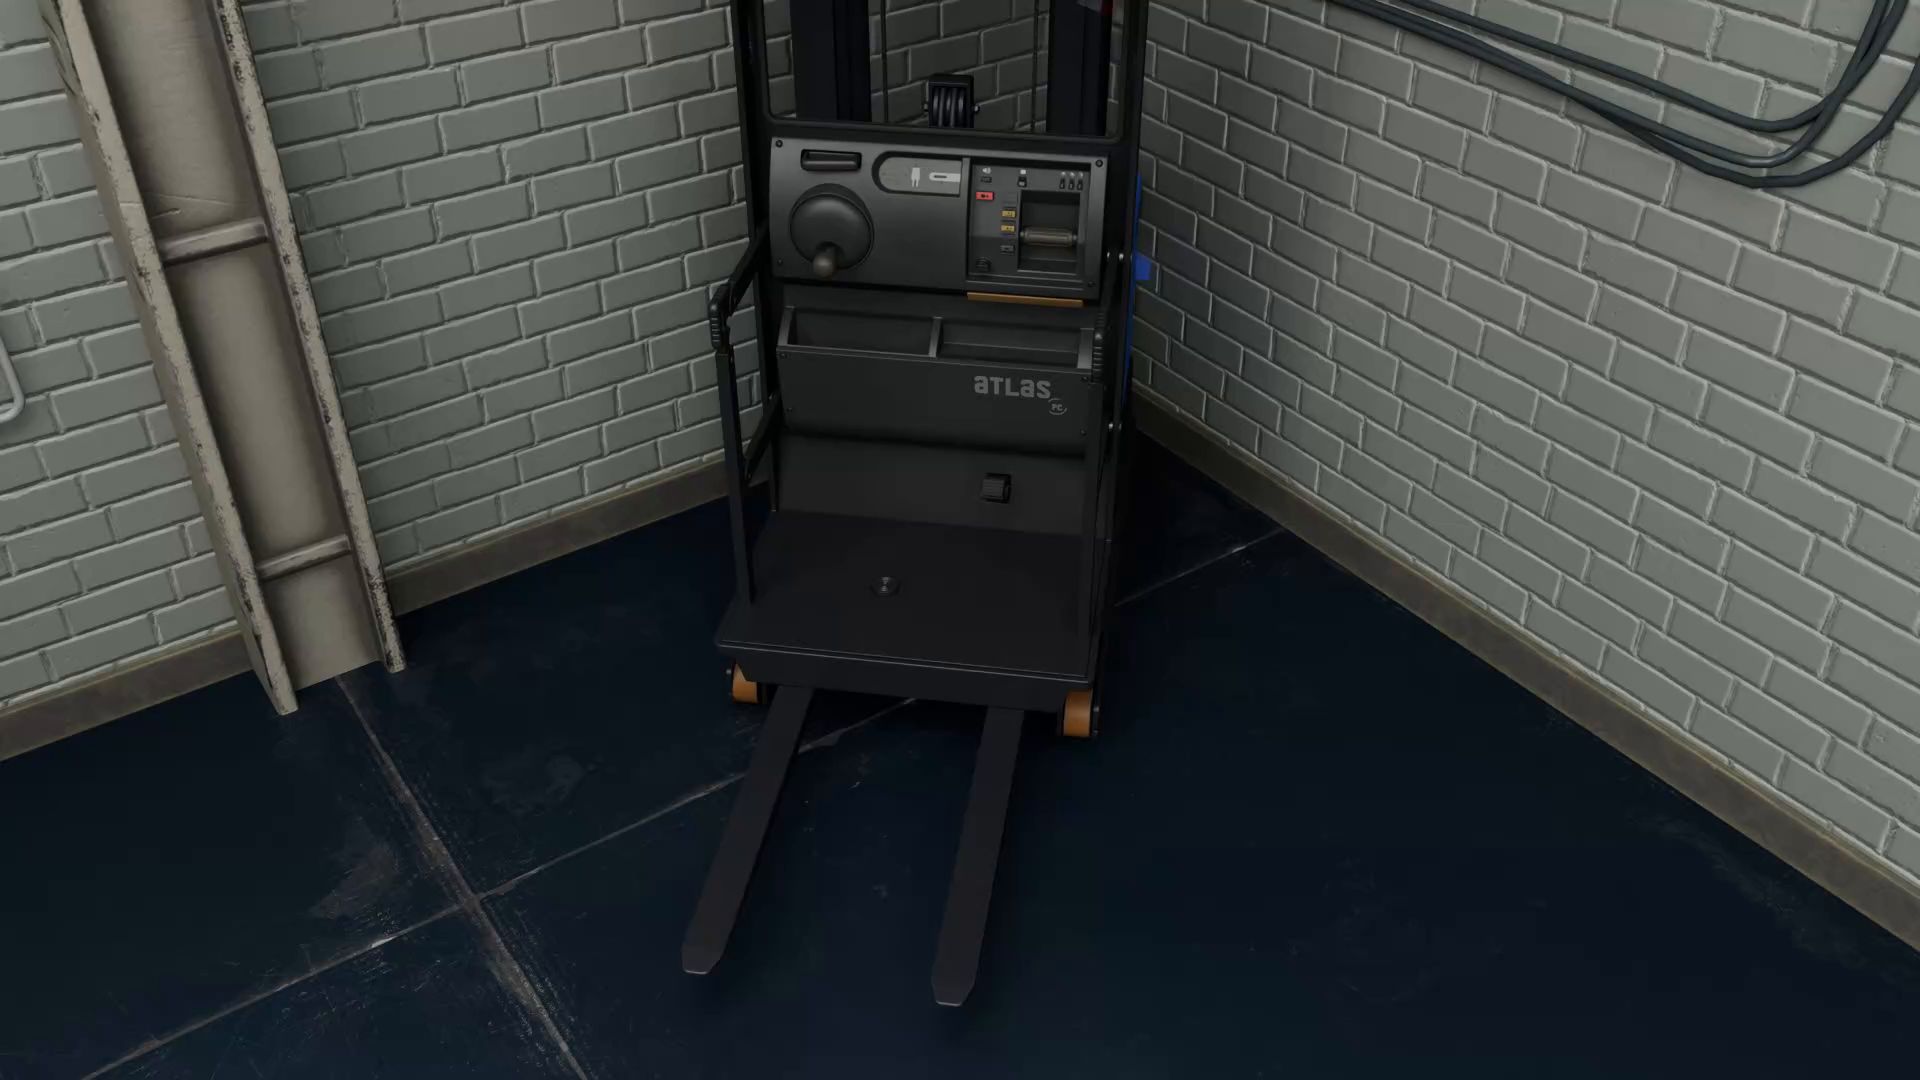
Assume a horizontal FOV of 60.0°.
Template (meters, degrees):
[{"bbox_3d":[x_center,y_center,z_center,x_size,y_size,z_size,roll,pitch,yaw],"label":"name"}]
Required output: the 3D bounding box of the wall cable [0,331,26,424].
[{"bbox_3d":[-3.182,-0.800,3.424,1.851,1.984,0.084,-22,41,-28],"label":"wall cable"}]

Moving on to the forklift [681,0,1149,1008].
[{"bbox_3d":[-0.096,-0.828,4.392,1.130,2.935,3.031,5,36,7],"label":"forklift"}]

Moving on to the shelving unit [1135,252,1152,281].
[{"bbox_3d":[0.301,-1.281,6.152,1.048,1.500,0.538,6,40,7],"label":"shelving unit"}]

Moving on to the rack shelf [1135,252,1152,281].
[{"bbox_3d":[0.300,-1.141,6.265,1.000,0.185,0.538,6,40,7],"label":"rack shelf"}]

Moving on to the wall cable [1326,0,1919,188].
[{"bbox_3d":[1.145,-2.413,4.057,0.112,2.526,3.097,-22,41,-28],"label":"wall cable"}]
